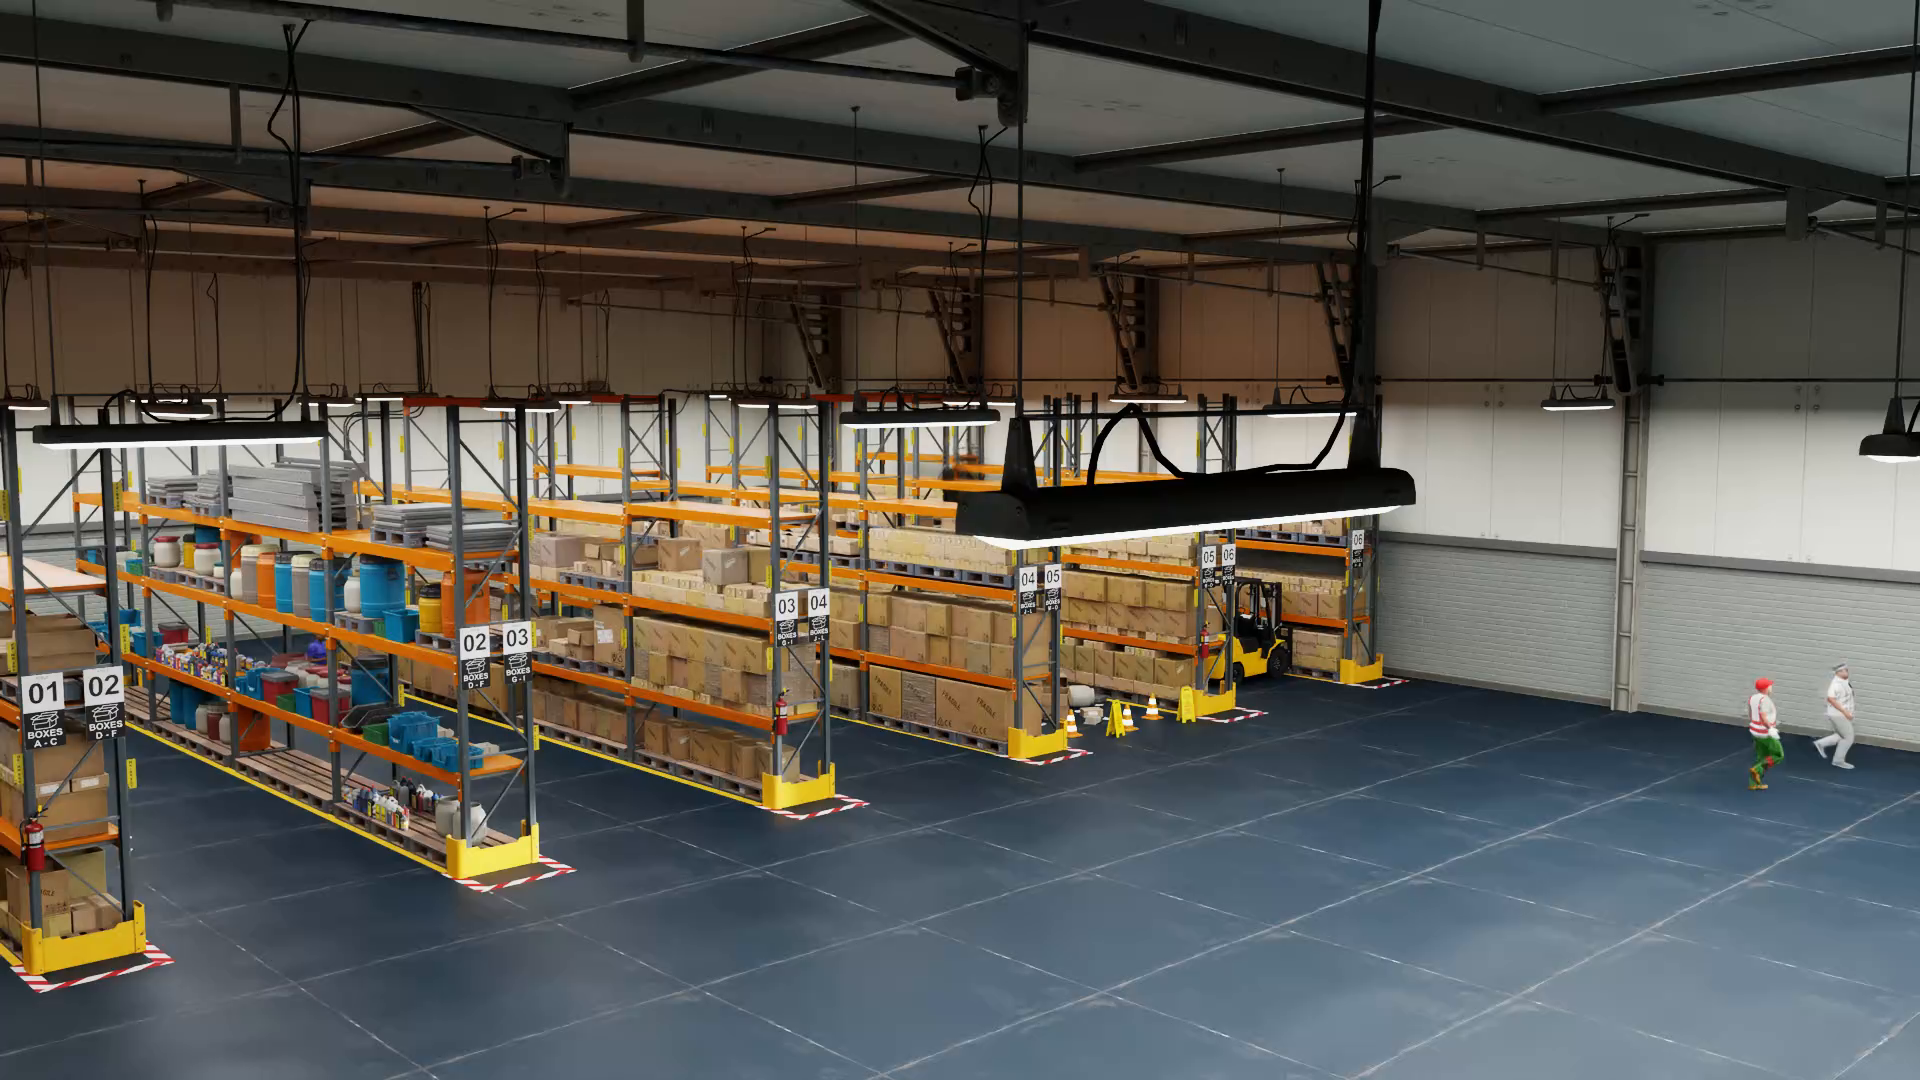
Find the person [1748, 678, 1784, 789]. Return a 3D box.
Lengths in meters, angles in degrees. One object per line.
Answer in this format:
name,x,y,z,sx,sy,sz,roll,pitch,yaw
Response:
person,12.430,2.985,25.652,0.587,1.739,0.656,-1,6,-7

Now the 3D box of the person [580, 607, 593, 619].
person,-9.127,1.540,41.148,0.642,1.683,0.673,2,6,21

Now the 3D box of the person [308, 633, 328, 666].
person,-12.013,2.496,31.206,0.801,1.706,0.519,4,7,35

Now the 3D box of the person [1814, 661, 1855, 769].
person,14.343,2.840,27.231,0.612,1.763,0.658,3,6,29
